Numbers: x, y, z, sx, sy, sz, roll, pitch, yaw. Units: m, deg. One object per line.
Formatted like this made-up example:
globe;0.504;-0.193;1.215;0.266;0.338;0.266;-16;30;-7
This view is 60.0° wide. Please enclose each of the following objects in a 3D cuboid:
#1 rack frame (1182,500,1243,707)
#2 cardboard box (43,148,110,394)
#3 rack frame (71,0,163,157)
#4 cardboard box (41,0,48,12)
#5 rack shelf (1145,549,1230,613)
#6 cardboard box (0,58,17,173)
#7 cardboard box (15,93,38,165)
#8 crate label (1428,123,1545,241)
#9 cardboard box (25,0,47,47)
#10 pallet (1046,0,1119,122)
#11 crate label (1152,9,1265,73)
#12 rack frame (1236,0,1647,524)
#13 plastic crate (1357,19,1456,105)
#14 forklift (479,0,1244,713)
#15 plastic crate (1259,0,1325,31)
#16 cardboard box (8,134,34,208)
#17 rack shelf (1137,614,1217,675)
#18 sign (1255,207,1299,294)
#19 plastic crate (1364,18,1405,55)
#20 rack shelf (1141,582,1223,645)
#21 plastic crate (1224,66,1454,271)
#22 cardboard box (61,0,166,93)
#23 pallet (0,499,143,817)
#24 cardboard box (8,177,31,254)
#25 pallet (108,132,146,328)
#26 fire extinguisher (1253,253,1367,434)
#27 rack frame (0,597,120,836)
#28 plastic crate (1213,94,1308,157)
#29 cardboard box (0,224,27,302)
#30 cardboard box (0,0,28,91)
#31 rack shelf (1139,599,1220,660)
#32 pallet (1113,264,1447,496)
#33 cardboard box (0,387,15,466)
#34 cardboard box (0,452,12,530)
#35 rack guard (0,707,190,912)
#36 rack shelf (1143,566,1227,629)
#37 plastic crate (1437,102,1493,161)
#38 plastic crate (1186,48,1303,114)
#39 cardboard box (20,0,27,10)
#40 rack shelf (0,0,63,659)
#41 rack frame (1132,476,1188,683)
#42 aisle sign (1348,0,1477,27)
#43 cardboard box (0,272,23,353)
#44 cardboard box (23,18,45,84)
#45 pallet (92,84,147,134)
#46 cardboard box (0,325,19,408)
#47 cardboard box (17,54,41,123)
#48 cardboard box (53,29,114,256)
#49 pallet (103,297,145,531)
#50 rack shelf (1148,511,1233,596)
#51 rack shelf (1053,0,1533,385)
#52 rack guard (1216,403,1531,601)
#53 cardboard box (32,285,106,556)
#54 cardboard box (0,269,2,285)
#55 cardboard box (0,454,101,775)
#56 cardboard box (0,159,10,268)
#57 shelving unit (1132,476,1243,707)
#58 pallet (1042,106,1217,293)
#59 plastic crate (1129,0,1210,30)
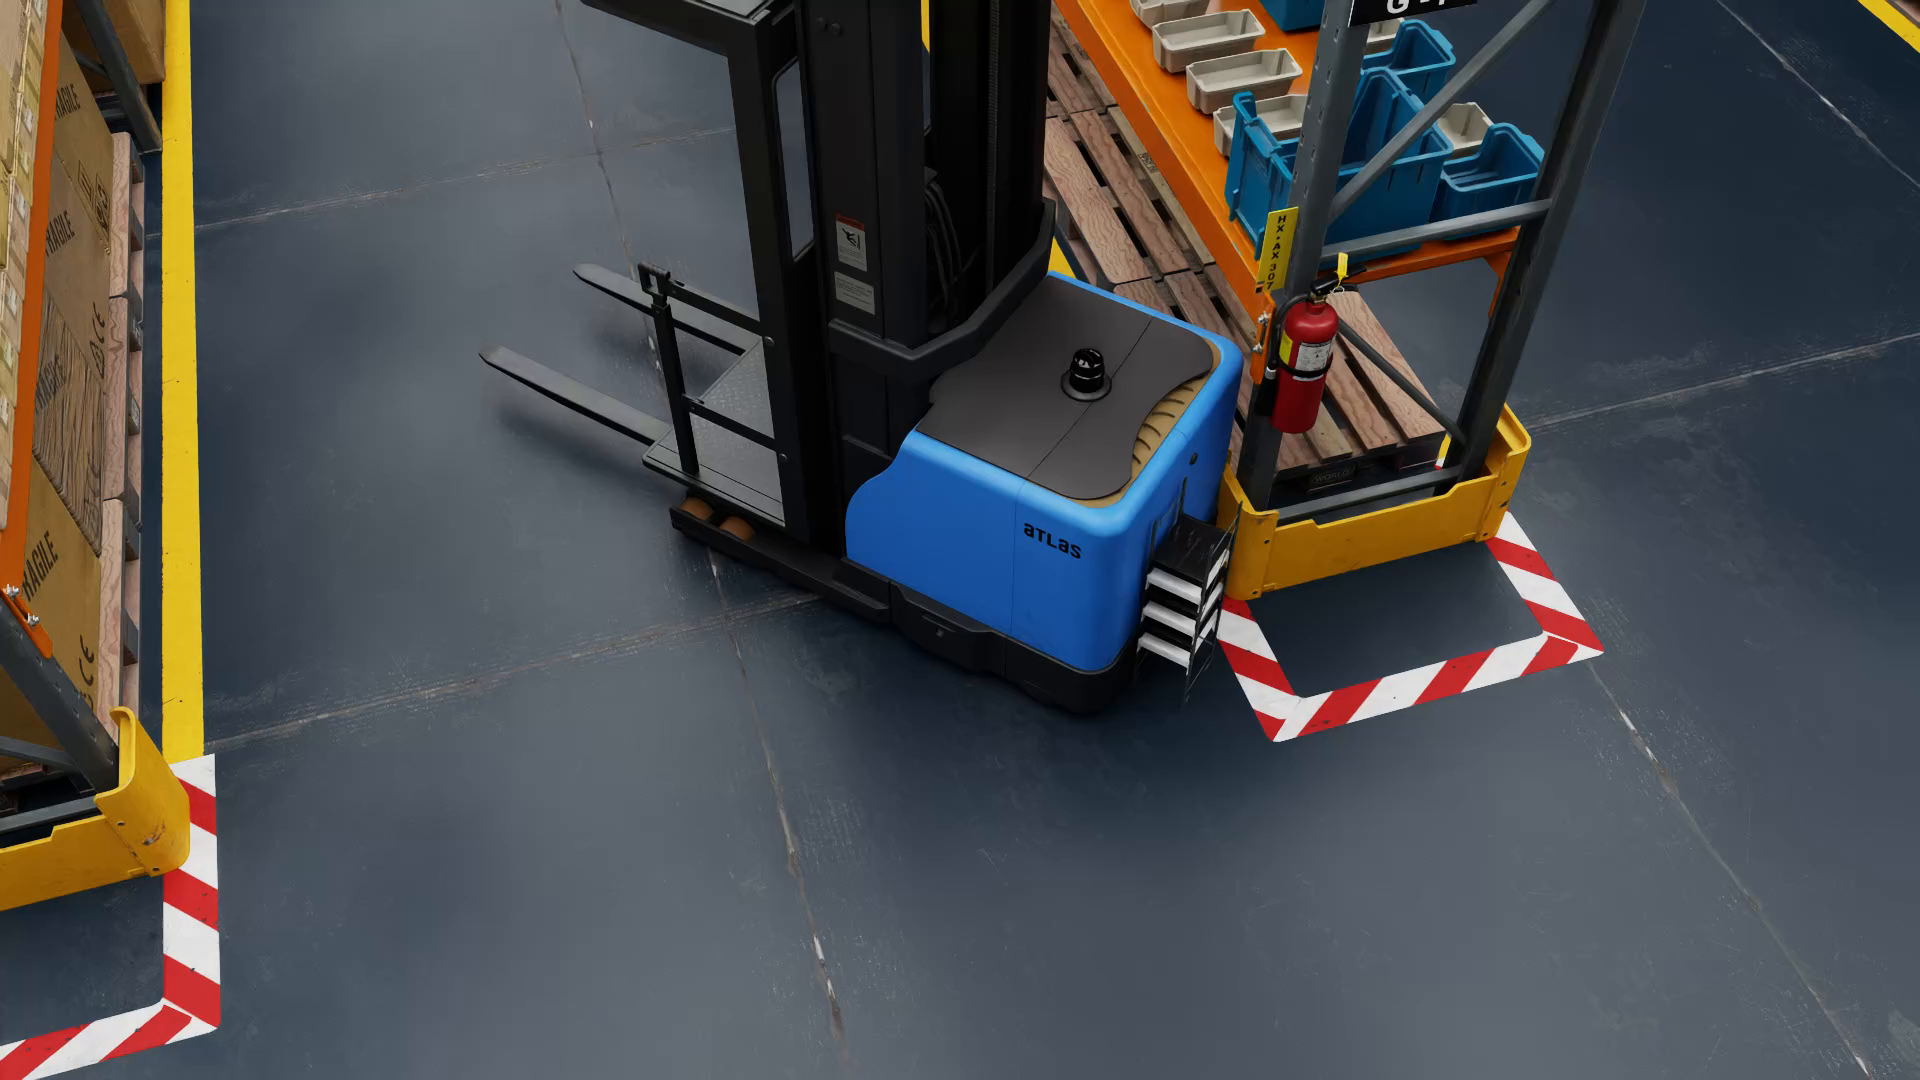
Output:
rack frame;0.868;0.236;5.752;0.006;0.900;0.240;25;54;20
cardboard box;-4.012;-1.088;6.610;0.875;0.875;0.875;-13;51;-11
rack frame;-4.397;-2.795;6.934;1.000;3.000;0.127;-13;51;-11
cardboard box;-3.842;-2.190;6.588;0.380;0.149;0.250;-14;51;-12
rack shelf;0.781;0.102;5.674;0.200;0.077;0.258;25;54;20
cardboard box;-3.563;-1.459;5.711;0.500;0.250;0.500;-14;51;-12
cardboard box;-3.539;-1.441;5.957;0.380;0.149;0.250;-13;51;-10
crate label;1.759;-1.214;5.671;0.416;0.233;0.303;-13;51;-11
cardboard box;-3.766;-2.002;6.430;0.380;0.149;0.250;-12;51;-10
pallet;0.589;-2.488;8.499;1.003;0.211;1.213;-13;51;-11
crate label;0.926;-1.896;6.309;0.396;0.136;0.243;-13;51;-11
rack frame;1.517;-0.994;5.415;1.000;3.000;0.127;-13;51;-11
plastic crate;1.564;-1.695;6.077;0.416;0.233;0.300;-13;51;-11
forklift;-0.535;-1.193;5.628;3.031;2.935;1.130;25;54;20
plastic crate;1.369;-2.175;6.482;0.416;0.233;0.300;-13;51;-11
cardboard box;-3.460;-1.250;5.796;0.380;0.149;0.250;-14;51;-12
rack shelf;0.781;0.334;5.949;0.200;0.077;0.258;25;54;20
sign;0.997;-0.910;5.238;0.100;0.325;0.005;-13;51;-11
plastic crate;1.542;-1.931;6.339;0.250;0.136;0.298;-13;51;-11
rack shelf;0.781;0.218;5.811;0.200;0.077;0.258;25;54;20
plastic crate;1.240;-1.227;5.550;0.616;0.435;0.499;-13;51;-11
cardboard box;-4.605;-2.709;7.976;1.225;0.875;0.875;-13;51;-11
pallet;-3.525;0.459;6.015;1.003;0.211;1.213;-13;51;-11
cardboard box;-3.386;-1.065;5.640;0.380;0.149;0.250;-14;51;-11
pallet;-4.247;-1.323;7.517;1.003;0.211;1.213;-13;51;-11
fire extinguisher;1.128;-0.636;5.408;0.296;0.674;0.183;-13;51;-11
rack frame;-3.214;0.126;4.471;1.000;3.000;0.127;-13;51;-11
plastic crate;1.103;-1.483;5.961;0.396;0.136;0.243;-13;51;-11
cardboard box;-3.310;-0.877;5.481;0.380;0.149;0.250;-14;51;-12
cardboard box;-3.709;-1.830;6.024;0.500;0.250;0.500;-12;51;-10
rack shelf;0.781;0.276;5.880;0.200;0.077;0.258;25;54;20
pallet;1.310;-0.706;6.997;1.003;0.211;1.213;-13;51;-11
cardboard box;-3.081;-0.314;5.007;0.380;0.149;0.250;-14;51;-12
cardboard box;-3.004;-0.127;4.849;0.380;0.149;0.250;-13;51;-11
rack guard;-3.207;0.949;5.412;1.175;0.500;0.348;-13;51;-11
rack shelf;0.781;0.160;5.742;0.200;0.077;0.258;25;54;20
plastic crate;1.743;-1.436;5.921;0.250;0.136;0.298;-13;51;-11
plastic crate;1.031;-1.698;6.142;0.396;0.136;0.243;-13;51;-11
cardboard box;-3.860;-2.202;6.338;0.500;0.250;0.500;-12;51;-10
rack shelf;-3.806;-1.103;5.978;1.077;0.370;4.000;-13;51;-11
rack frame;0.694;0.156;5.820;0.006;0.900;0.240;25;54;20
aisle sign;1.259;-1.713;4.321;0.394;0.787;0.004;-13;51;-11
cardboard box;-3.235;-0.691;5.325;0.380;0.149;0.250;-14;51;-12
cardboard box;-3.689;-1.814;6.271;0.380;0.149;0.250;-12;51;-10
pallet;-4.697;-2.443;8.461;1.003;0.211;1.213;-13;51;-11
cardboard box;-3.157;-0.501;5.164;0.380;0.149;0.250;-14;51;-12
cardboard box;-3.614;-1.627;6.114;0.380;0.149;0.250;-14;51;-12
cardboard box;-4.278;-1.746;7.164;0.875;0.875;0.875;-13;51;-11
pallet;-3.883;-0.431;6.765;1.003;0.211;1.213;-13;51;-11
rack shelf;0.781;0.044;5.605;0.200;0.077;0.258;25;54;20
rack shelf;0.926;-2.223;6.922;1.077;0.370;4.000;-13;51;-11
rack guard;1.537;-0.173;6.359;1.175;0.500;0.348;-13;51;-11
cardboard box;-3.749;-0.438;6.062;0.875;0.875;0.875;-13;51;-11
cardboard box;-3.258;-0.711;5.081;0.500;0.250;0.500;-14;51;-11
cardboard box;-3.480;0.226;5.502;0.875;0.875;0.875;-13;51;-11
cardboard box;-3.403;-1.079;5.391;0.500;0.250;0.500;-15;51;-12
shelving unit;0.781;0.196;5.786;0.210;0.900;0.258;25;54;20
pallet;0.953;-1.595;7.747;1.003;0.211;1.213;-13;51;-11
plastic crate;0.820;-2.108;6.488;0.298;0.136;0.250;-13;51;-11
